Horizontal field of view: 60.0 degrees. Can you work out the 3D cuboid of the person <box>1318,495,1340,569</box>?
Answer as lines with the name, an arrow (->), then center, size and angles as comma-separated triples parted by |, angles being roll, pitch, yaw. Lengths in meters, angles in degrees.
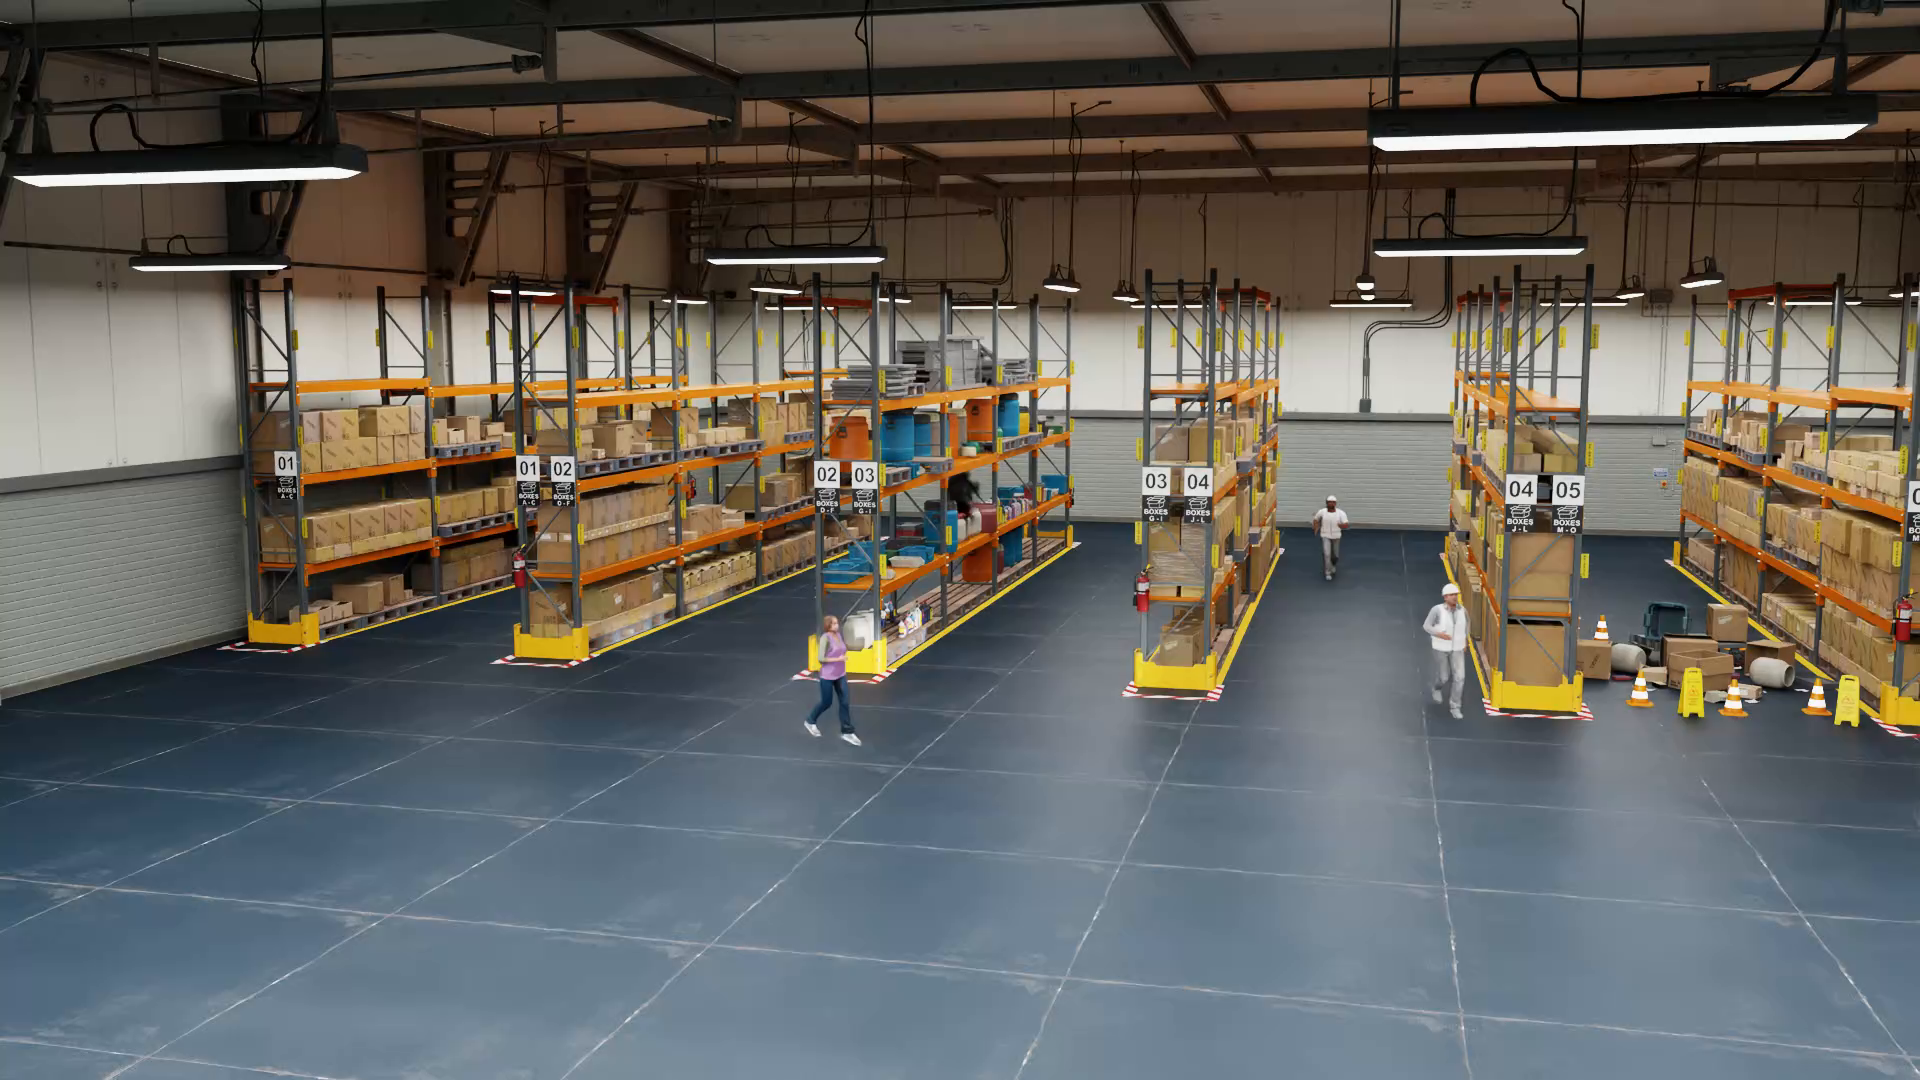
person -> 8.046, -0.128, 36.175 | 0.531, 1.687, 0.738 | 1, 7, 10

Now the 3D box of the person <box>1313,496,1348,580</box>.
person -> 7.775, -0.061, 34.875 | 0.710, 1.747, 0.968 | 1, 7, 7

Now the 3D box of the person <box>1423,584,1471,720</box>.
person -> 6.562, 1.463, 22.355 | 0.695, 1.778, 0.889 | 0, 7, -2

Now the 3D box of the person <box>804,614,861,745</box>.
person -> -1.595, 1.716, 20.639 | 0.838, 1.607, 0.531 | 5, 9, 37
